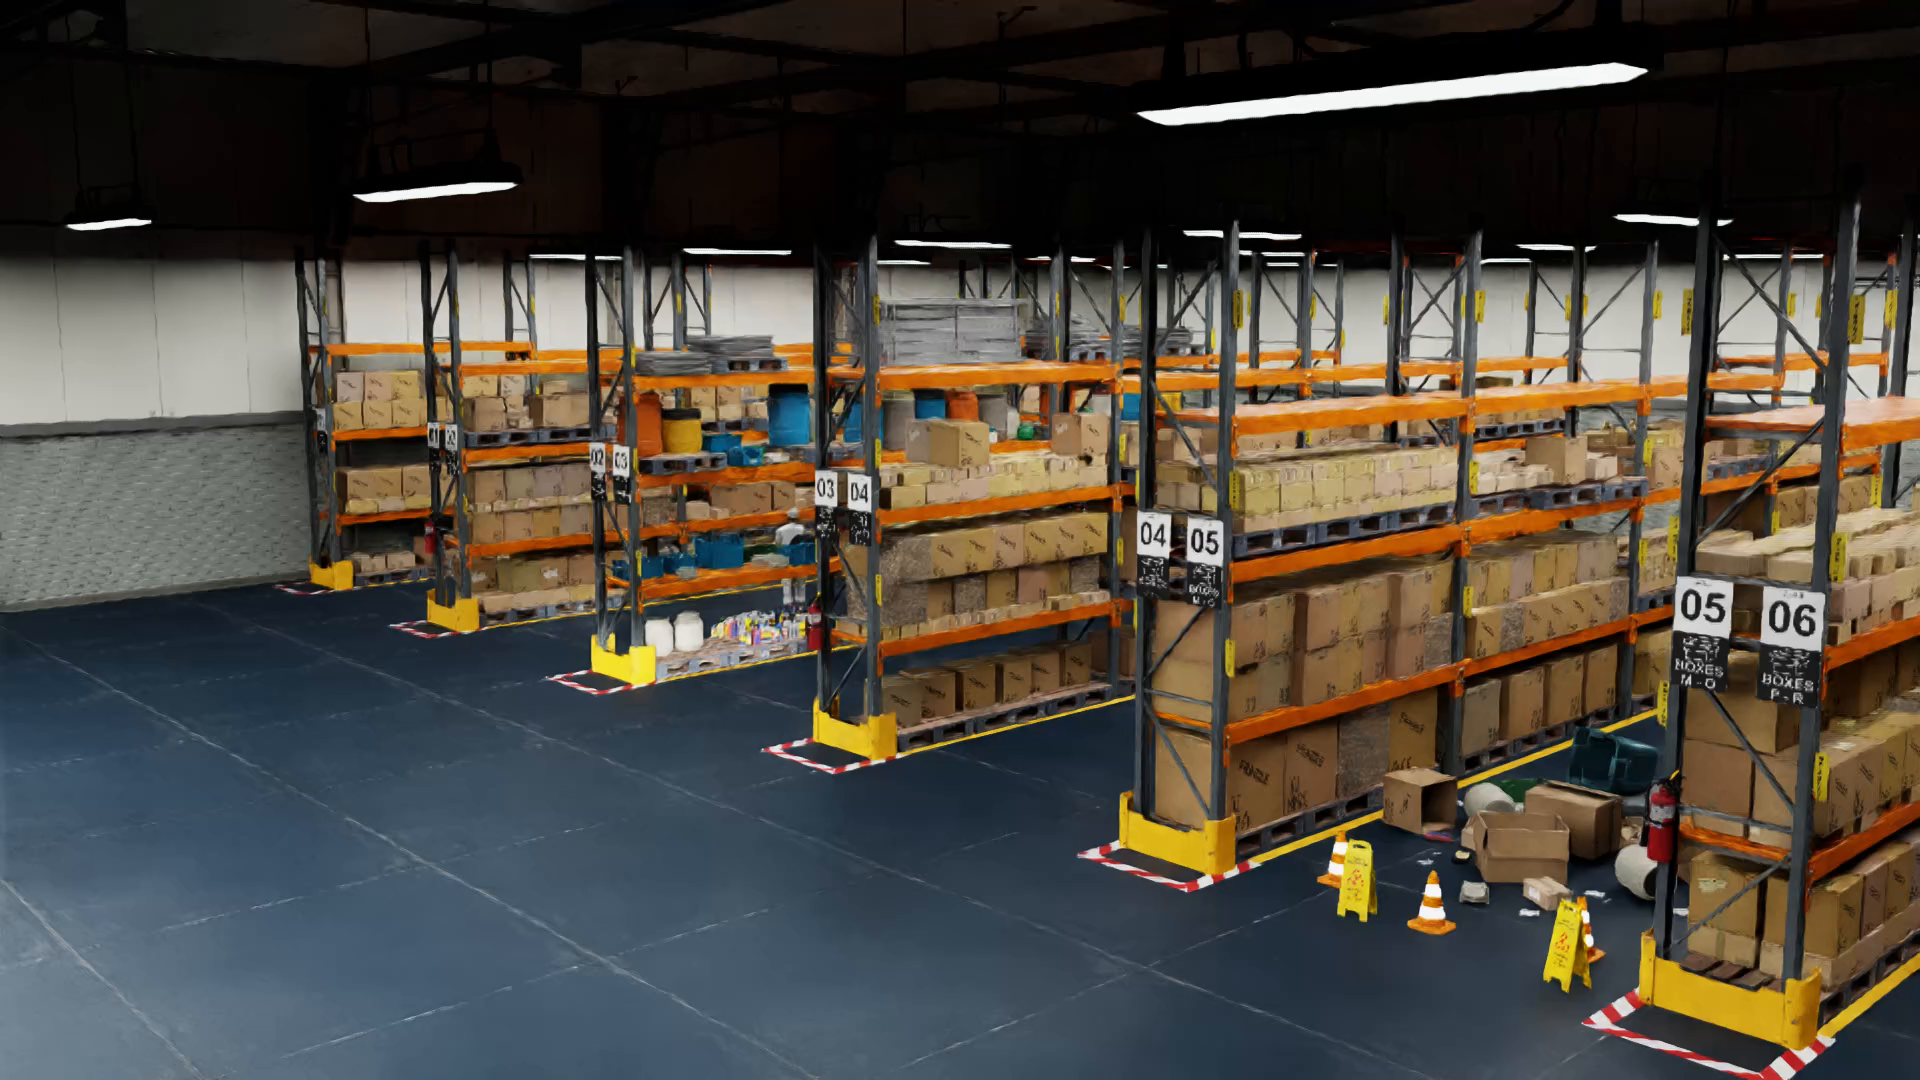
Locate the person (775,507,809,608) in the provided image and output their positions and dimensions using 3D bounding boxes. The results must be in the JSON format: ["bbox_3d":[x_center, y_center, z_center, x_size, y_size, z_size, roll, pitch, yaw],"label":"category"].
[{"bbox_3d":[-2.663,0.354,26.731,0.655,1.785,0.577,-2,9,-16],"label":"person"}]
